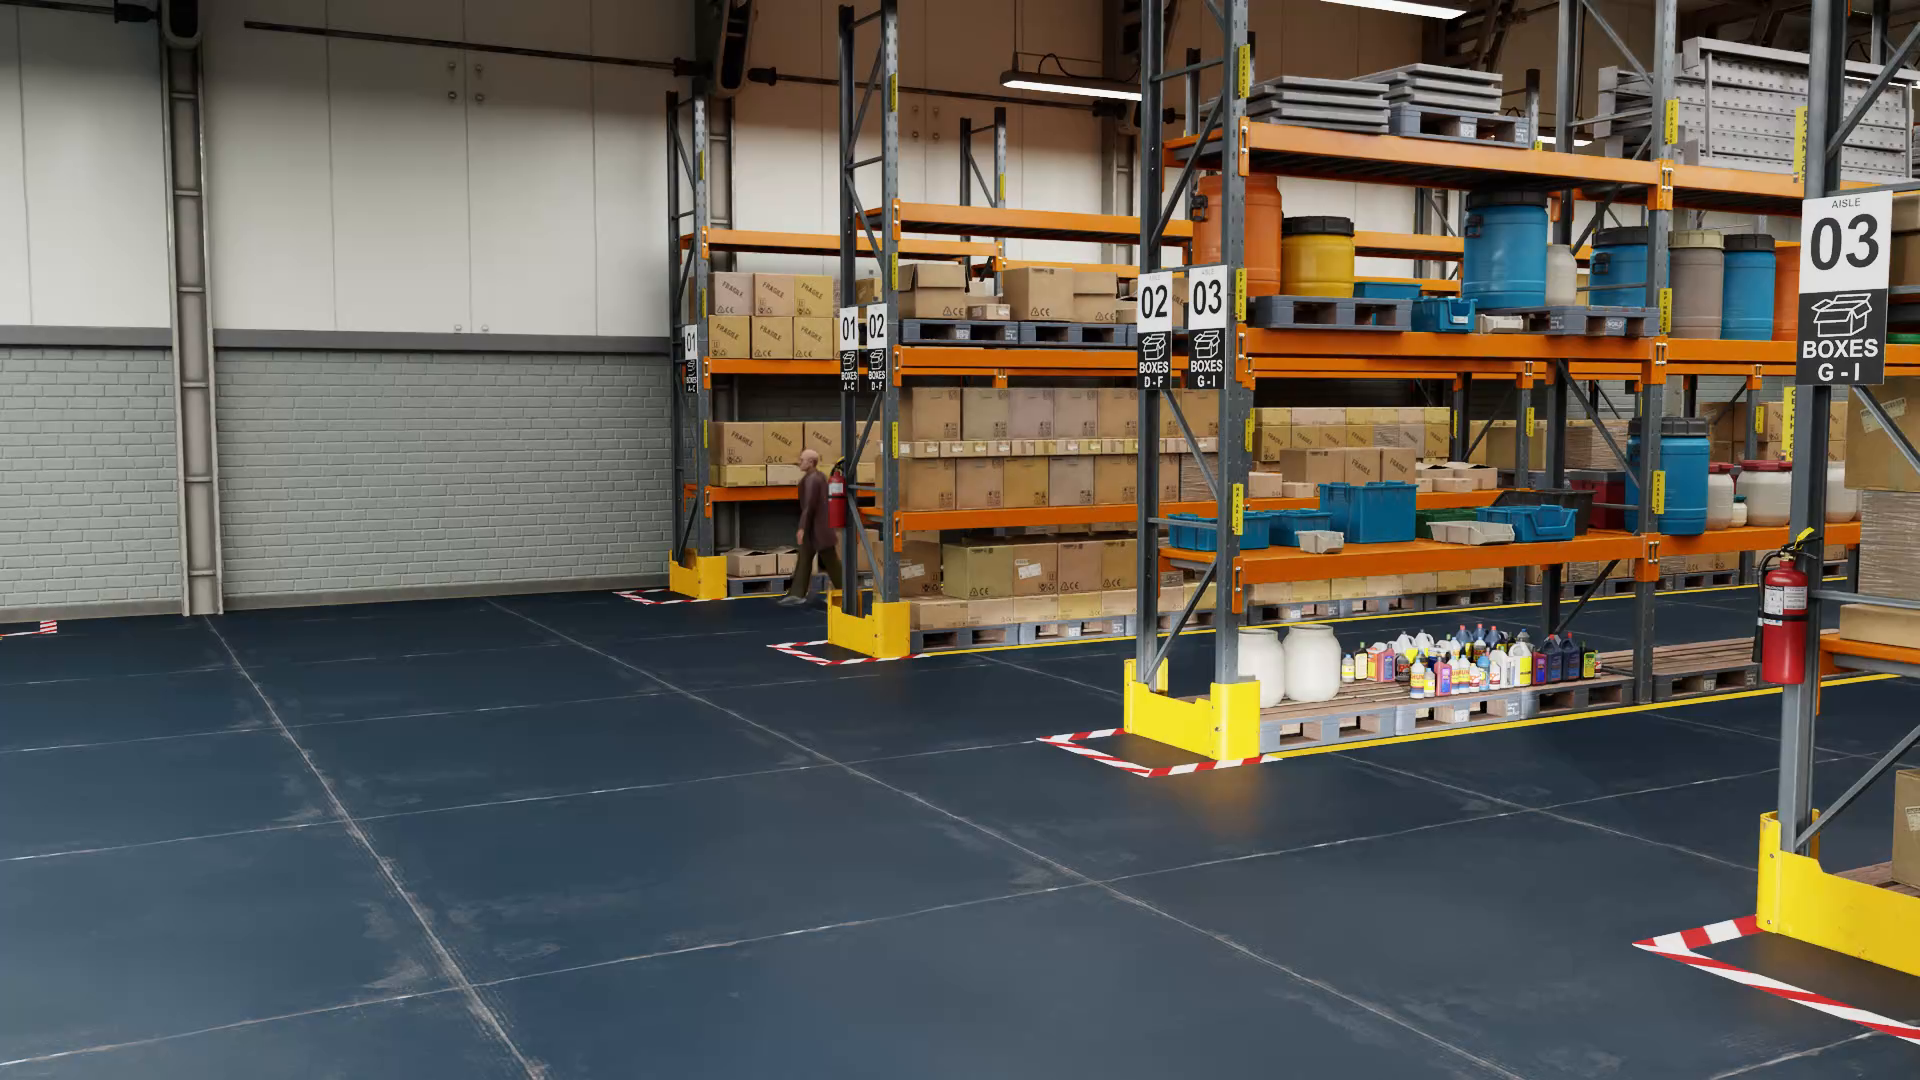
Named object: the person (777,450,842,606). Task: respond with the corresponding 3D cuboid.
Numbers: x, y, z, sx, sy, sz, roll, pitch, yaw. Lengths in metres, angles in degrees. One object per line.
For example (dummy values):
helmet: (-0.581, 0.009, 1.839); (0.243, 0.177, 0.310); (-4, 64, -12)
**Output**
person: (-1.604, -0.121, 18.553); (0.916, 1.774, 0.608); (0, 5, -3)
